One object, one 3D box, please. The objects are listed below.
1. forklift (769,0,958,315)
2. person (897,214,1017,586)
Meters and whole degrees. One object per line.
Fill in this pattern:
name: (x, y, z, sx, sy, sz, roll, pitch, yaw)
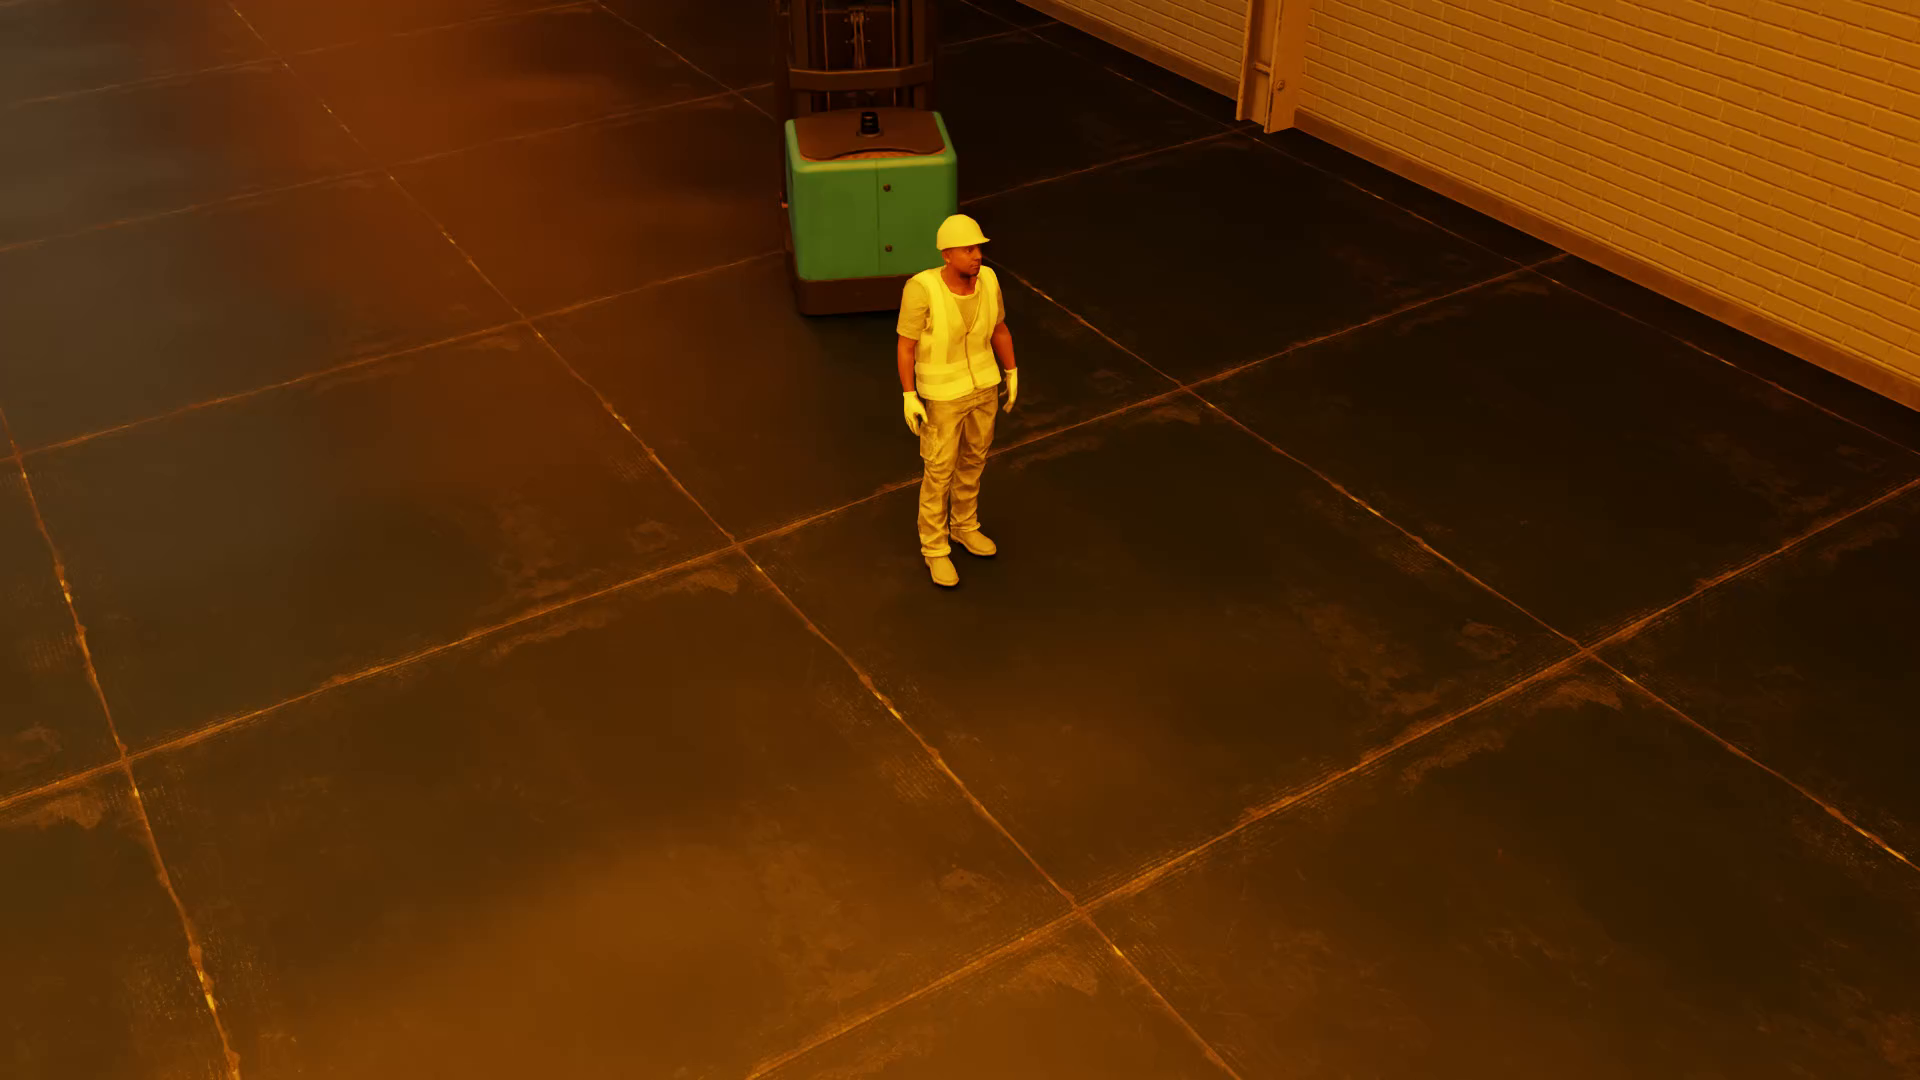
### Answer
forklift: (-0.731, -3.472, 11.089, 1.130, 2.935, 3.031, -5, 35, -7)
person: (0.032, -0.698, 8.127, 0.657, 1.785, 0.575, -21, 40, -27)
